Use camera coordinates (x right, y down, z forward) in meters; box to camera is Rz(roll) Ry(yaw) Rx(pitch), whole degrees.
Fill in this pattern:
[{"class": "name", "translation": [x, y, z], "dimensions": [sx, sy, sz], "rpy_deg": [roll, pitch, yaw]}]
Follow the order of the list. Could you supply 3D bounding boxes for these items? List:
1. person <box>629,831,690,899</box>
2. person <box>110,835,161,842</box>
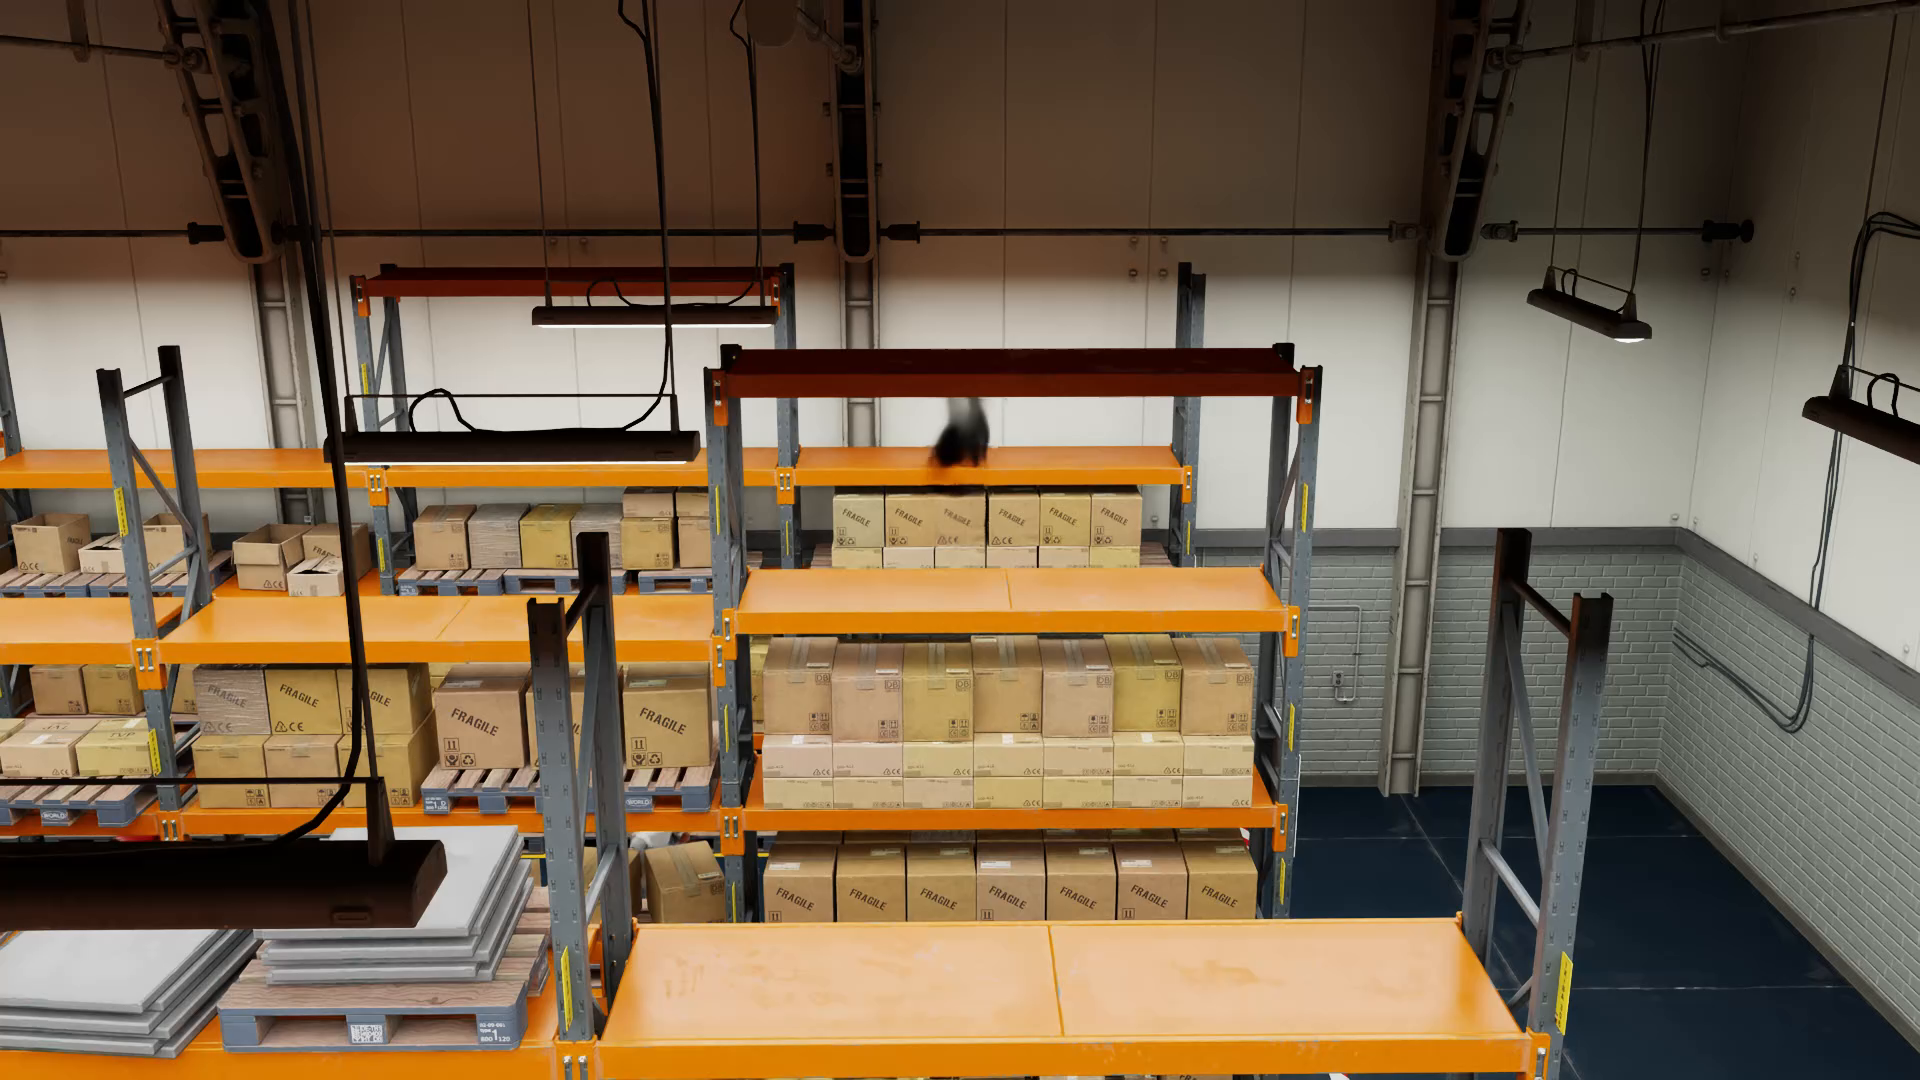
[{"class": "person", "translation": [-2.710, 3.061, 14.921], "dimensions": [0.875, 1.736, 0.724], "rpy_deg": [6, 17, 21]}, {"class": "person", "translation": [-7.222, 3.110, 14.819], "dimensions": [0.845, 1.712, 0.733], "rpy_deg": [5, 17, 18]}]
